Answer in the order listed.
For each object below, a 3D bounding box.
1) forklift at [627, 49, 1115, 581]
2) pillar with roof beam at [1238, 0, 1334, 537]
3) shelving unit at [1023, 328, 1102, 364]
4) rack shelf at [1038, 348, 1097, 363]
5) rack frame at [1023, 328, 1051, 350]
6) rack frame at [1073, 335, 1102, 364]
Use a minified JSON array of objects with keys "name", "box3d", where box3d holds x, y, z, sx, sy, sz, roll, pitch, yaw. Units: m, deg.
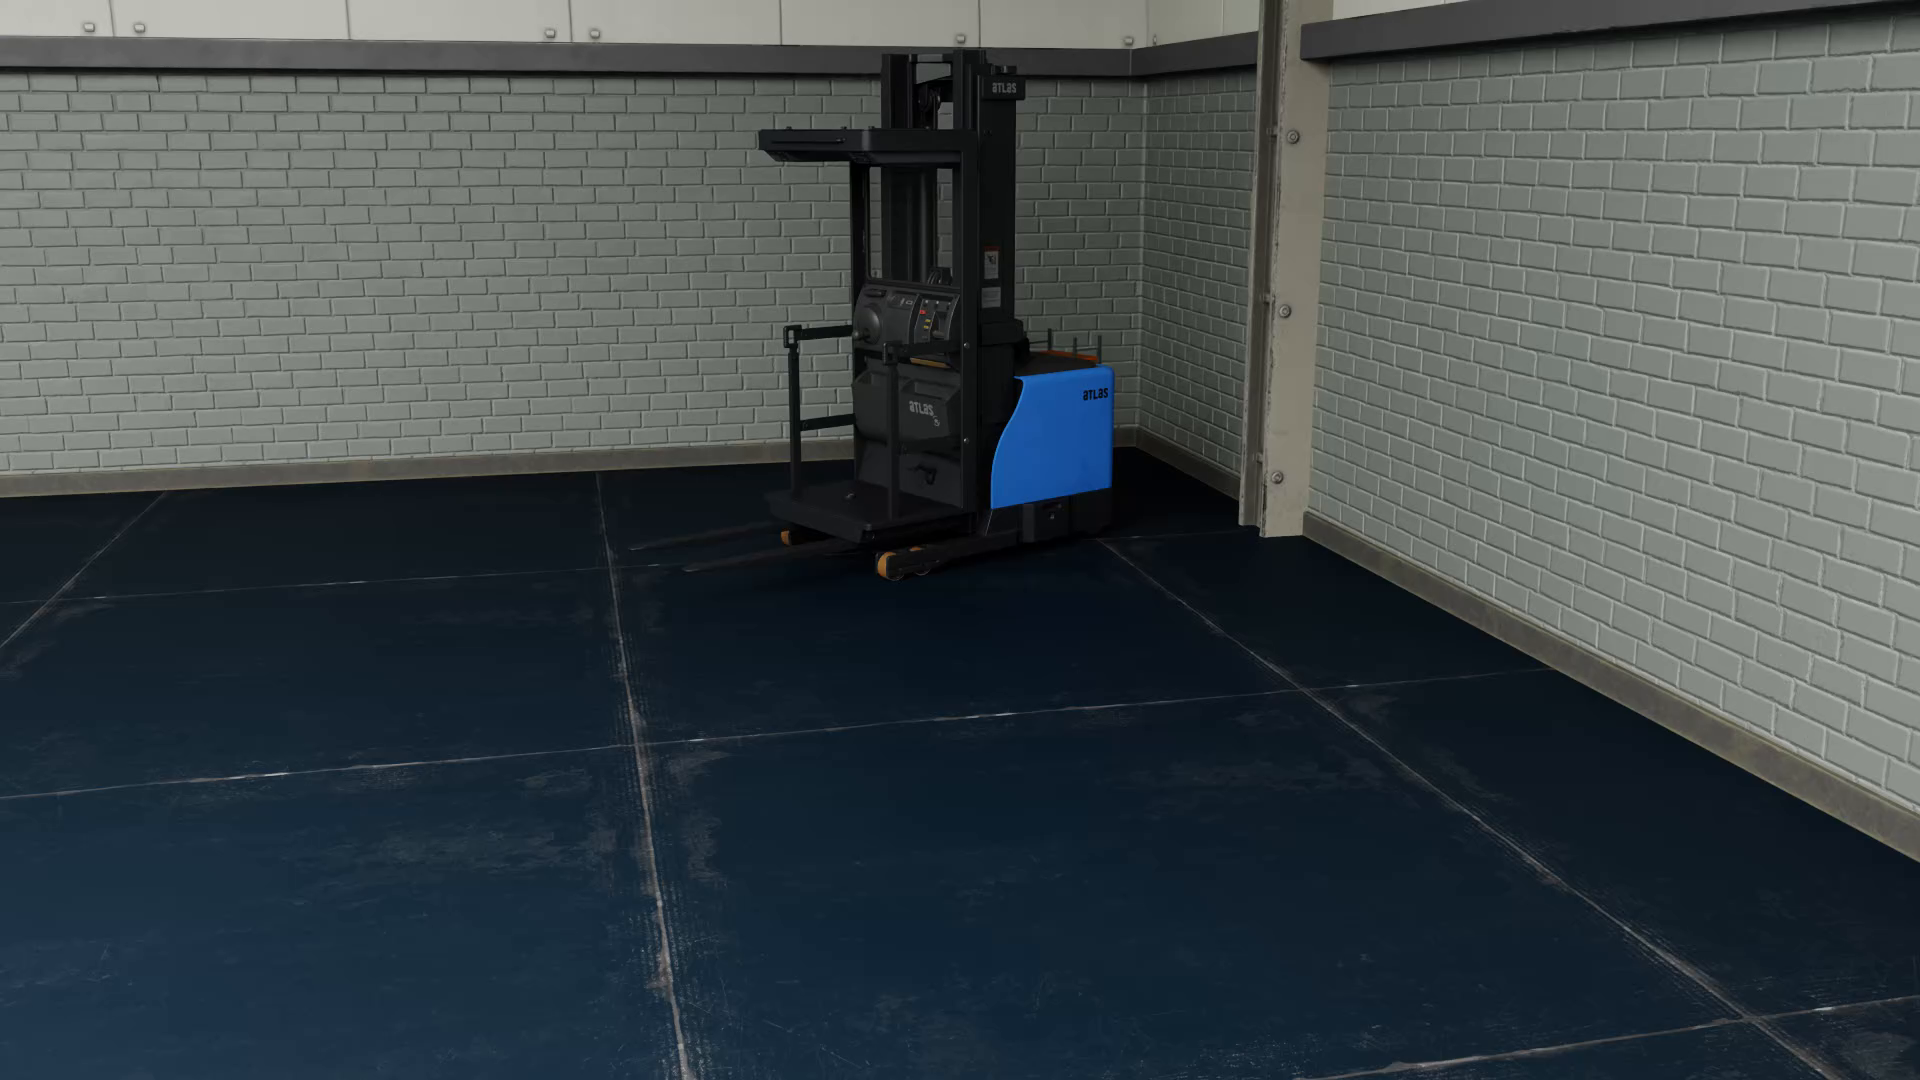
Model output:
[{"name":"forklift","box3d":[-0.483,-1.331,9.697,3.031,2.935,1.130,-11,17,-38]},{"name":"pillar with roof beam","box3d":[-2.171,-4.202,8.668,9.100,9.000,0.400,-3,14,-13]},{"name":"shelving unit","box3d":[0.671,-0.779,11.086,0.258,1.200,0.503,-11,17,-38]},{"name":"rack shelf","box3d":[0.671,-1.160,10.992,0.258,0.148,0.480,-11,17,-38]},{"name":"rack frame","box3d":[0.518,-0.824,11.270,0.240,1.200,0.015,-11,17,-38]},{"name":"rack frame","box3d":[0.825,-0.734,10.902,0.240,1.200,0.015,-11,17,-38]}]
